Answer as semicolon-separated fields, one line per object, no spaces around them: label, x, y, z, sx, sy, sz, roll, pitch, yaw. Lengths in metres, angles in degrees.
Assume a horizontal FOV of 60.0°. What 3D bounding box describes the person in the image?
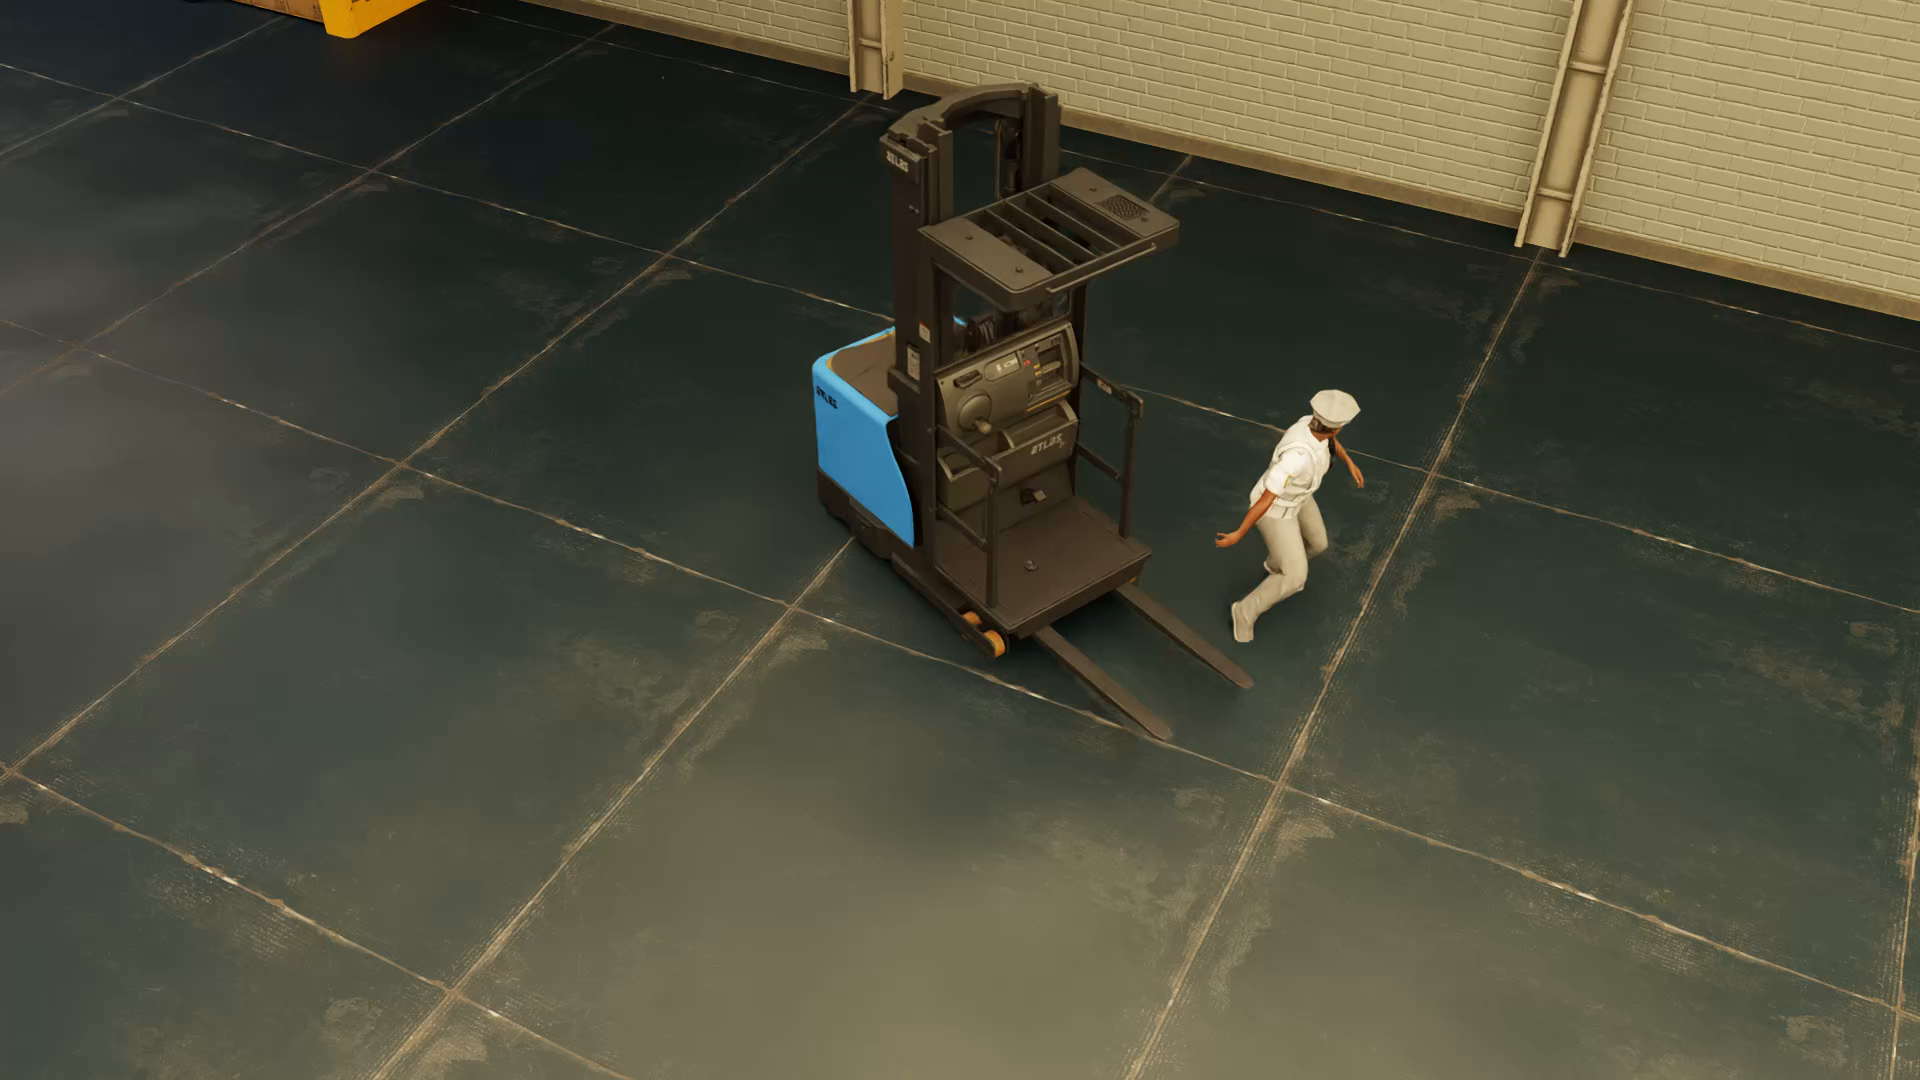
person;1.848;-0.136;9.316;0.515;1.585;0.884;24;46;25

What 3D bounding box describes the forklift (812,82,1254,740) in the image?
forklift;0.402;-0.809;8.947;1.130;2.935;3.031;-27;47;-28
